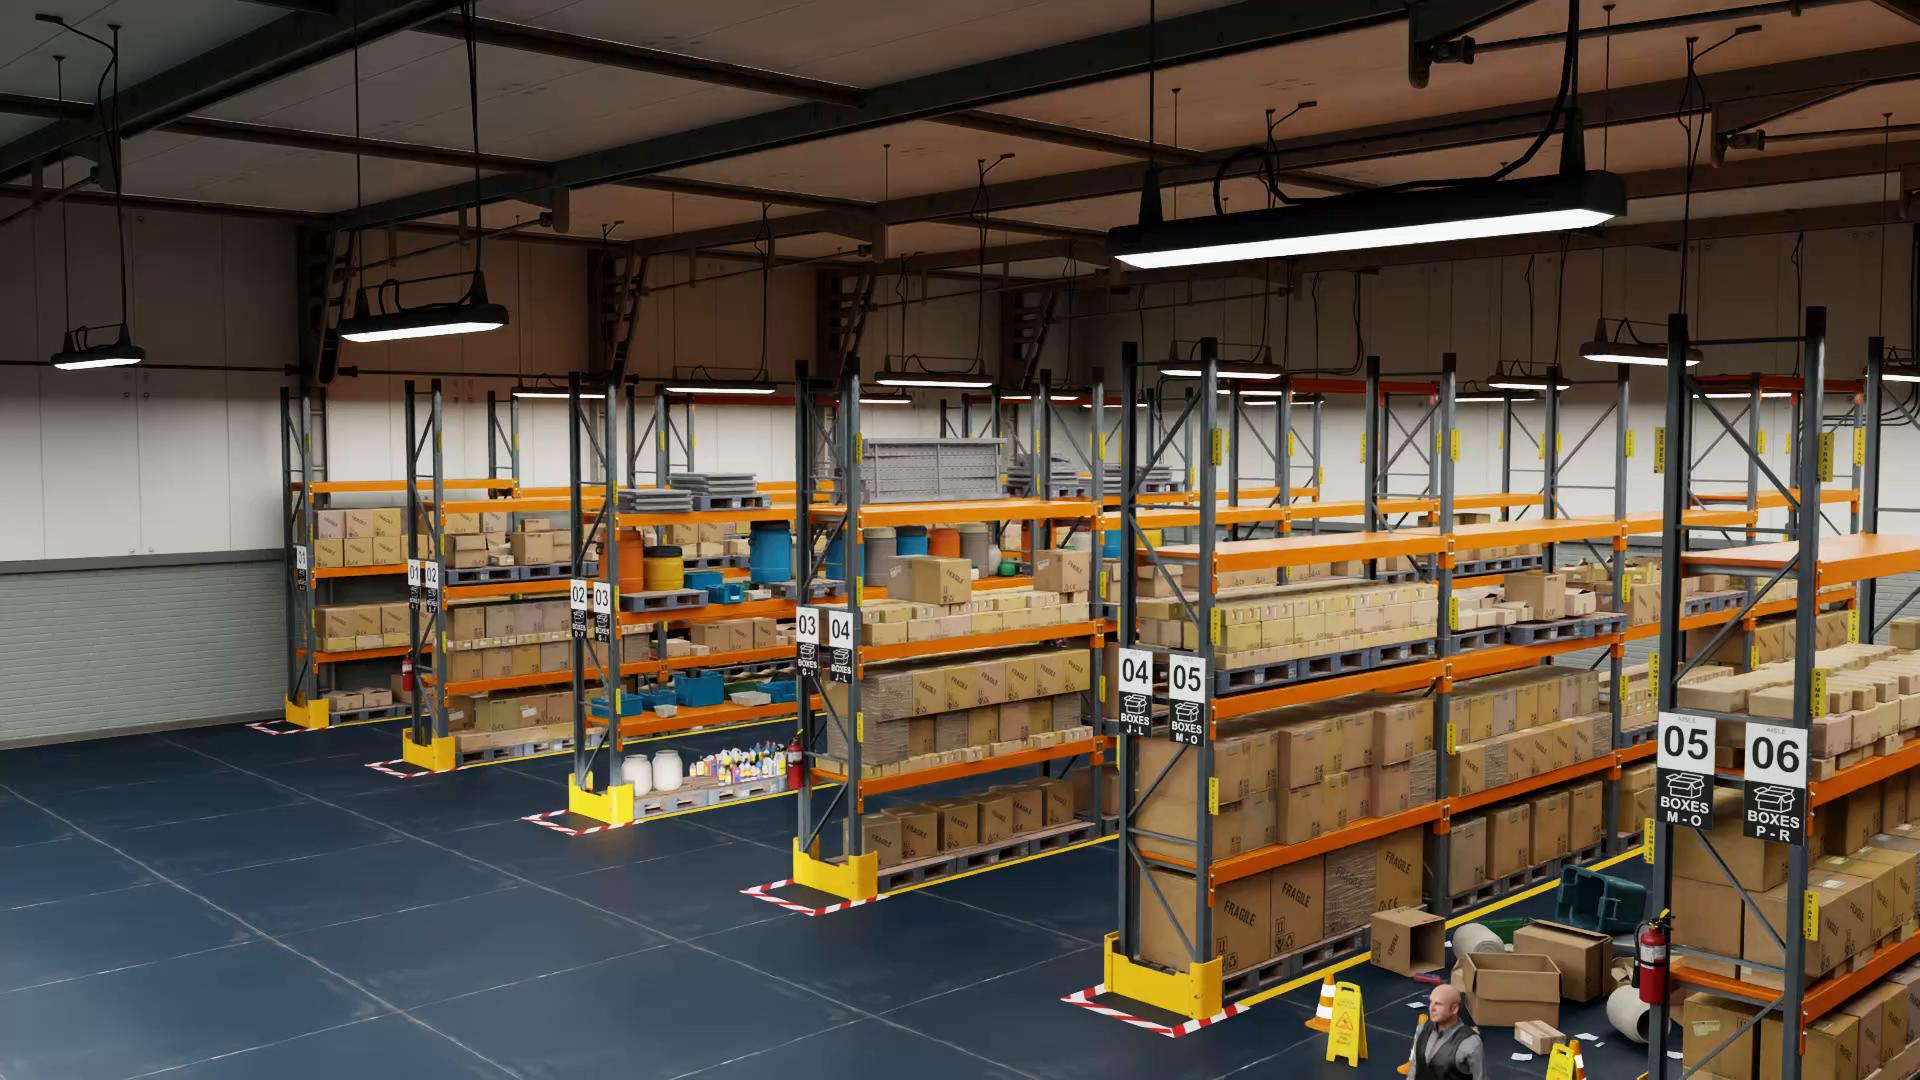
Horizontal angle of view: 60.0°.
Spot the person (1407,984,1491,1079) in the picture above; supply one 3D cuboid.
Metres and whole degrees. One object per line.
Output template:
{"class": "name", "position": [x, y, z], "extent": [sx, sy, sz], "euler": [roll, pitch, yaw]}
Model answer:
{"class": "person", "position": [3.012, 3.632, 10.437], "extent": [0.903, 1.689, 0.566], "euler": [-1, 4, -22]}
